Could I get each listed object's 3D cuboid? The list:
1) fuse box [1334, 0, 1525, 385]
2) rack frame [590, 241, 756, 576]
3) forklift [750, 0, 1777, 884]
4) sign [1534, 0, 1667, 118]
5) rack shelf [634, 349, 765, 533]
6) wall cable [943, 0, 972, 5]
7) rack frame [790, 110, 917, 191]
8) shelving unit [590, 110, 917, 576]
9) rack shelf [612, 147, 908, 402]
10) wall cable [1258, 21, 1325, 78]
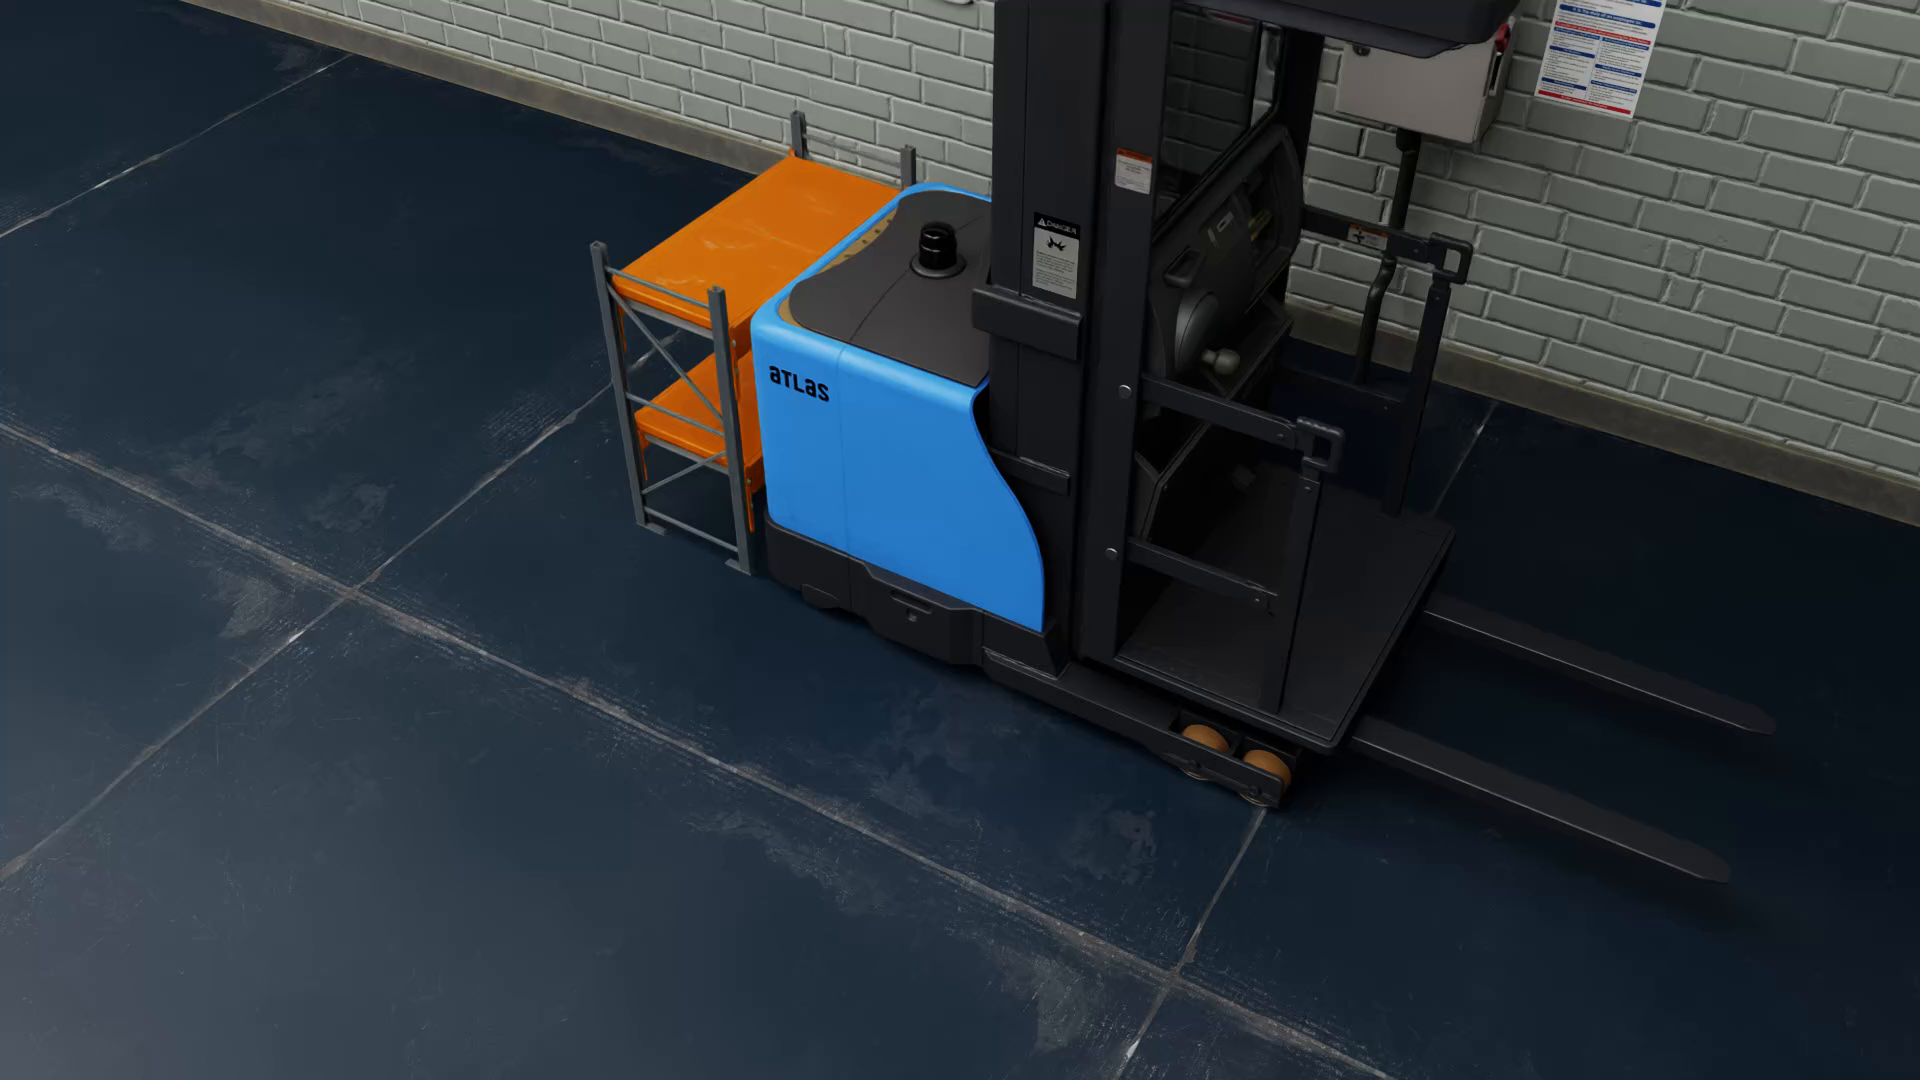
[{"bbox_3d":[1.555,-1.234,5.856,0.539,1.711,0.414,21,45,22],"label":"fuse box"},{"bbox_3d":[-0.910,-0.397,5.349,0.500,1.125,0.032,23,46,24],"label":"rack frame"},{"bbox_3d":[0.894,-0.727,4.357,3.031,2.935,1.130,21,46,23],"label":"forklift"},{"bbox_3d":[2.087,-1.637,5.411,0.329,0.494,0.001,21,45,22],"label":"sign"},{"bbox_3d":[-0.638,-0.497,5.833,0.538,0.278,1.000,23,46,24],"label":"rack shelf"},{"bbox_3d":[-0.190,-2.889,5.968,0.585,1.953,0.123,21,45,22],"label":"wall cable"},{"bbox_3d":[-0.366,-0.964,5.994,0.500,1.125,0.032,23,46,24],"label":"rack frame"},{"bbox_3d":[-0.638,-0.680,5.672,0.538,1.125,1.048,23,46,24],"label":"shelving unit"},{"bbox_3d":[-0.638,-0.900,5.478,0.538,0.278,1.000,23,46,24],"label":"rack shelf"},{"bbox_3d":[1.044,-2.414,5.453,0.588,1.984,0.122,21,45,22],"label":"wall cable"}]
